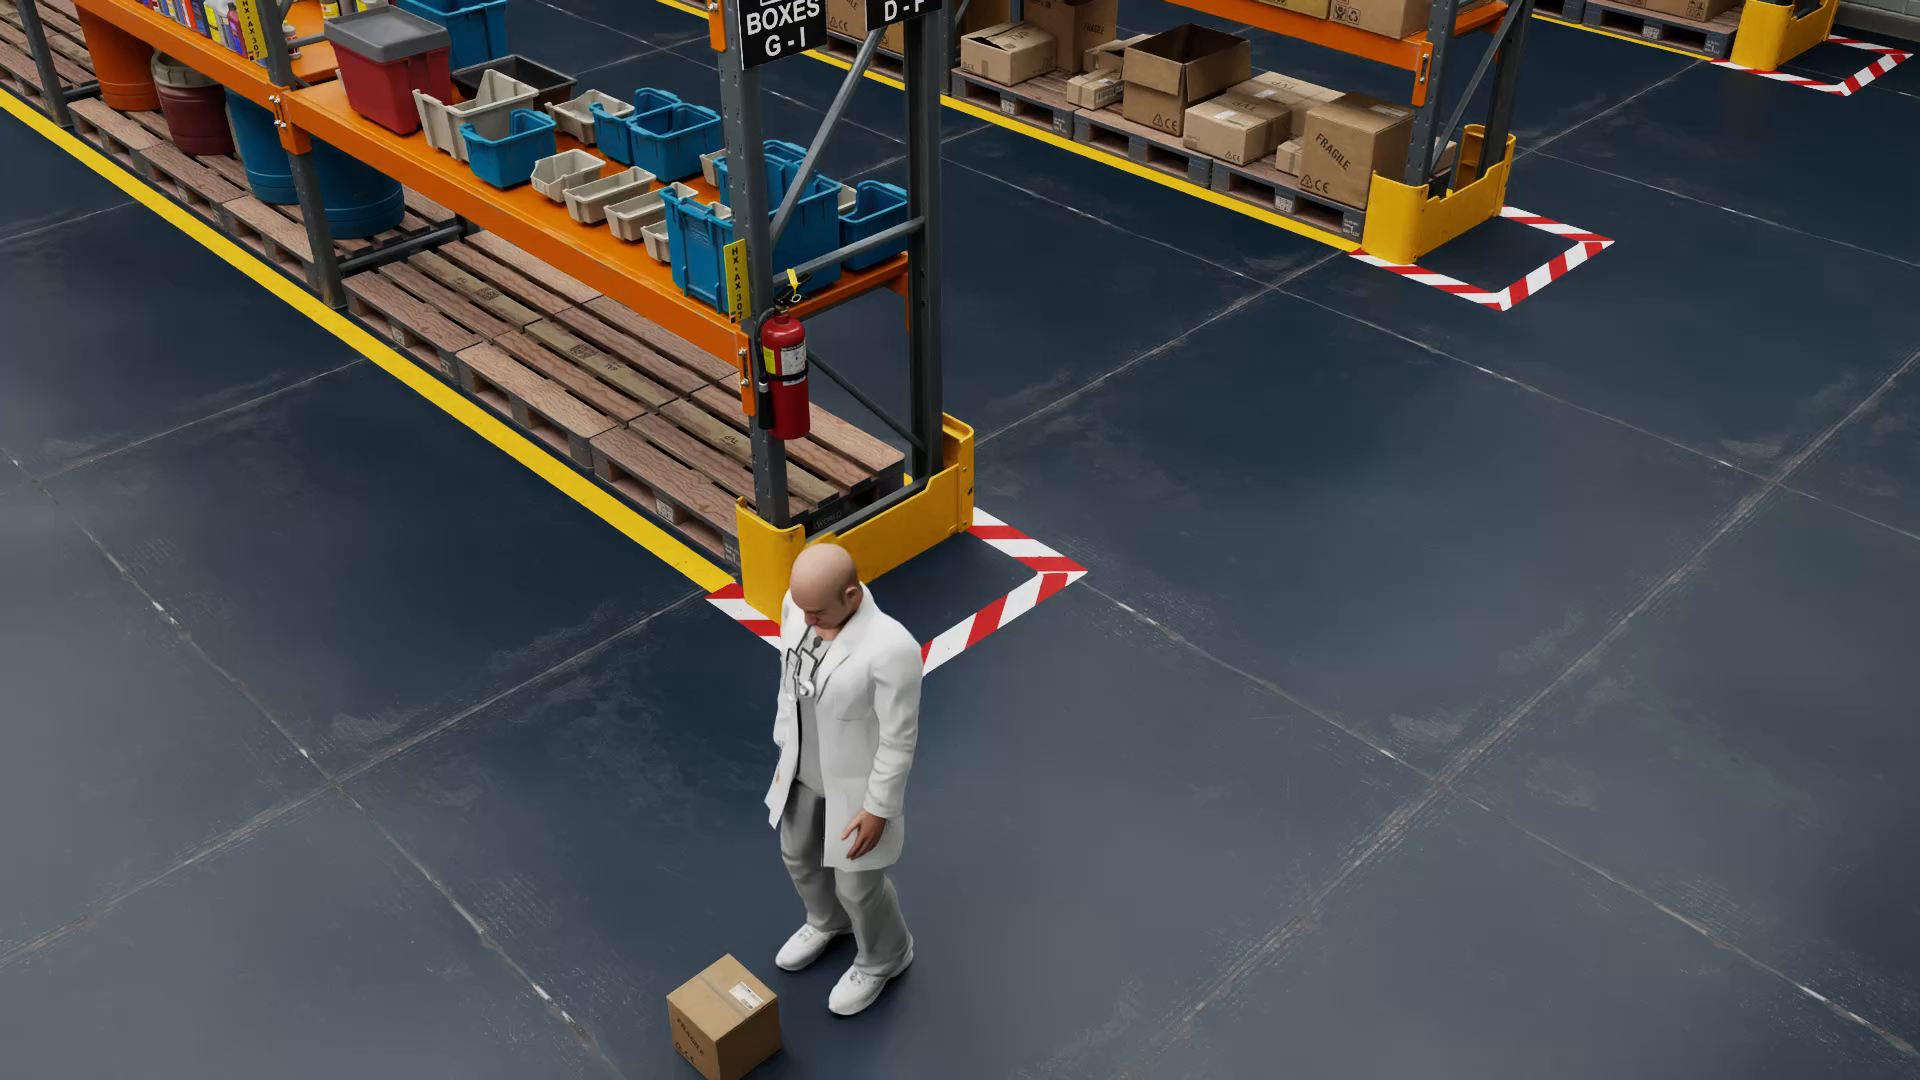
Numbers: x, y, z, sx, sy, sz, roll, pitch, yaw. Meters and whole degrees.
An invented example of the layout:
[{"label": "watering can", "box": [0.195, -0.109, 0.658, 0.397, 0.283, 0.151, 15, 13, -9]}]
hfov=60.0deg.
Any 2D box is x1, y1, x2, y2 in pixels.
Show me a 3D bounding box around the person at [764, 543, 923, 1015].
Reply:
[{"label": "person", "box": [-0.367, 0.731, 5.138, 0.383, 1.763, 0.572, -29, 44, -35]}]
